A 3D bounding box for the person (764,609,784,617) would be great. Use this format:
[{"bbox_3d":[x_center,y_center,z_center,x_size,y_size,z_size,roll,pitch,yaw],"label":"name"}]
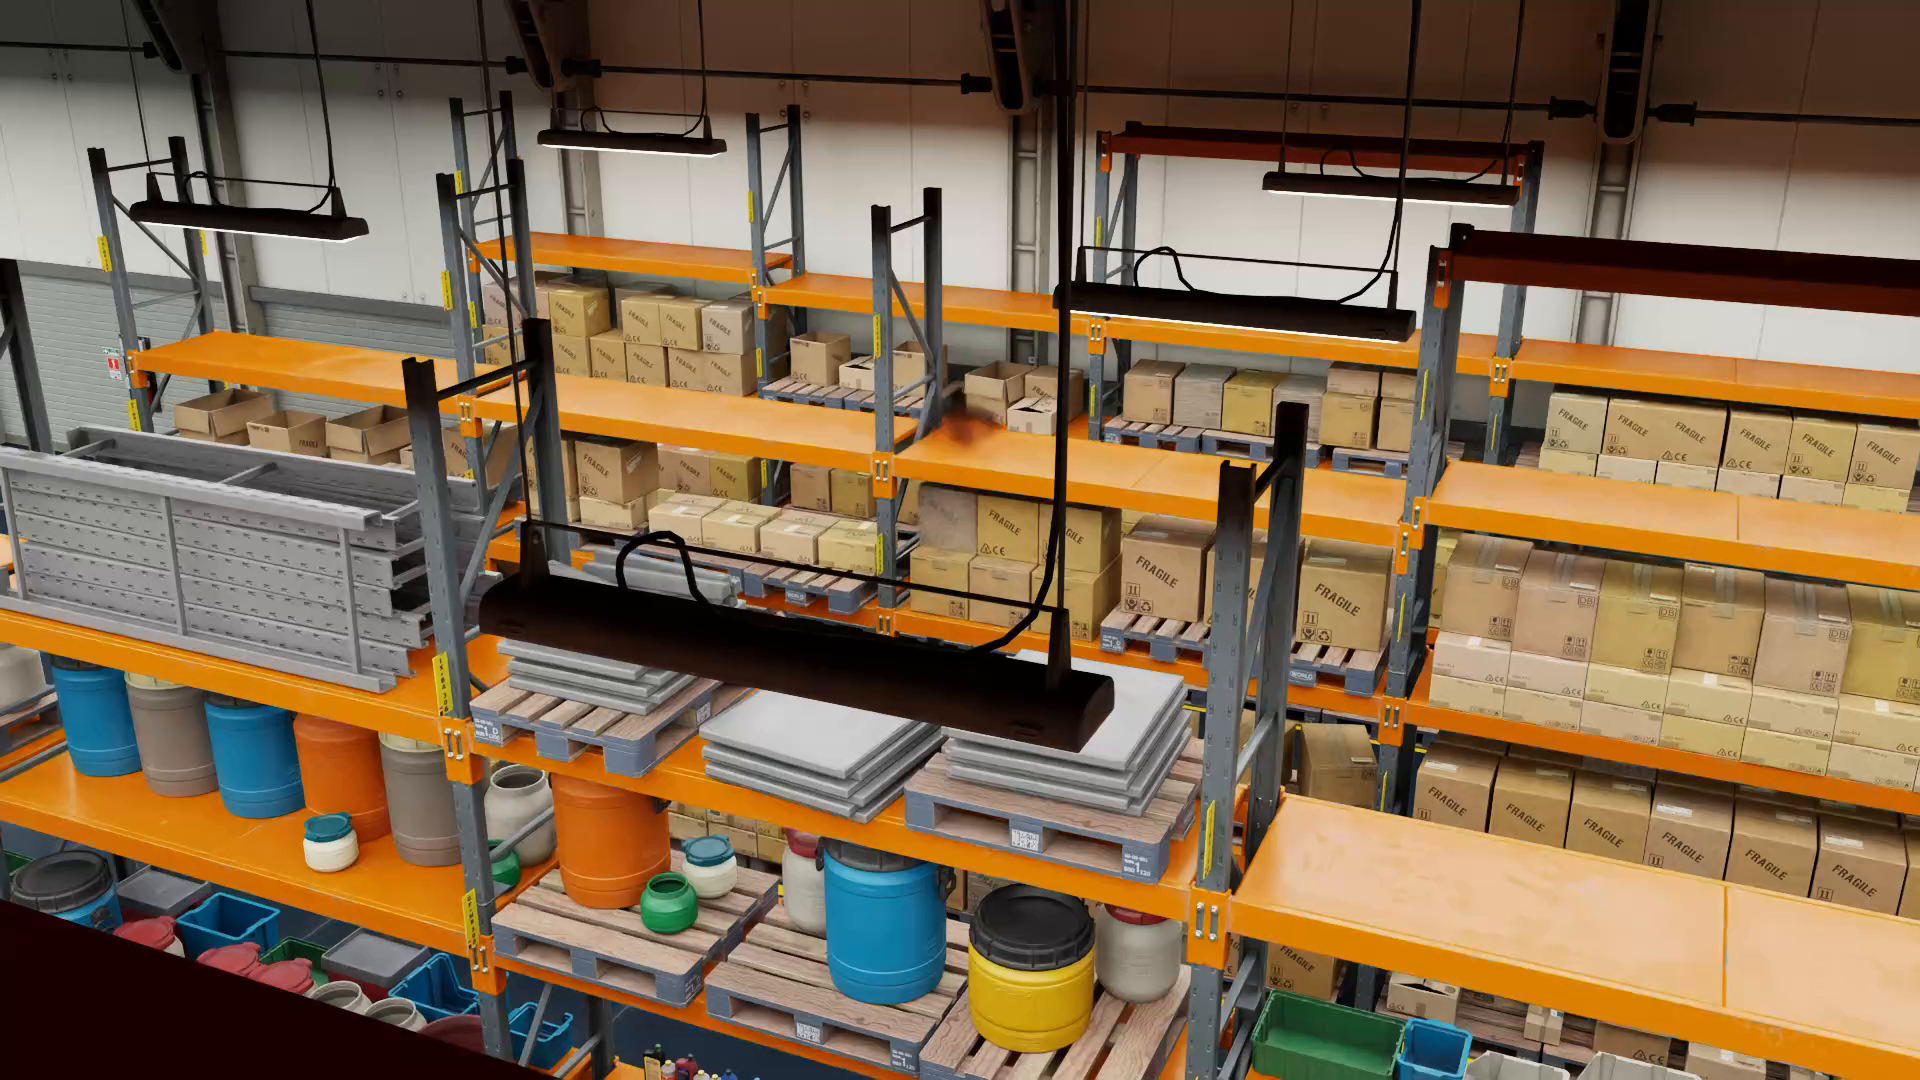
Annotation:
[{"bbox_3d":[-1.706,1.473,16.541,0.614,1.698,0.517,-4,21,-10],"label":"person"}]
